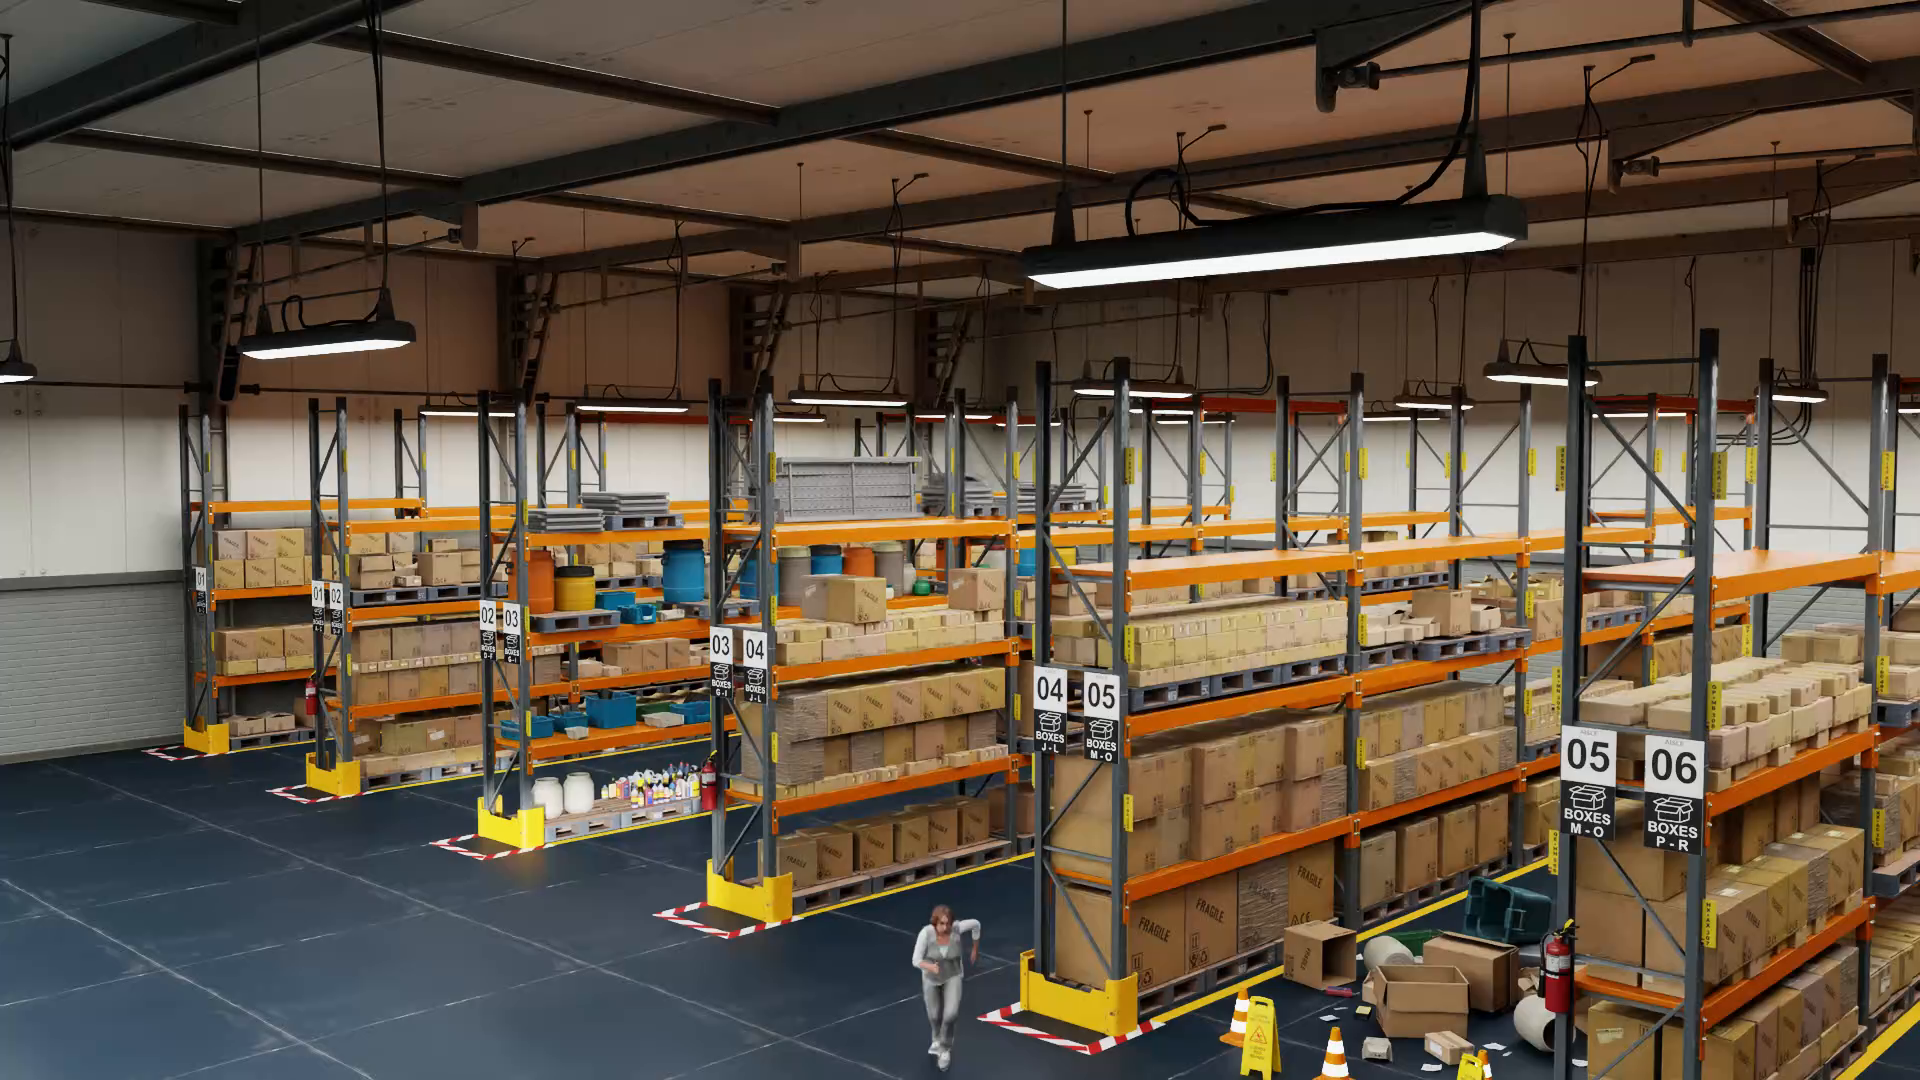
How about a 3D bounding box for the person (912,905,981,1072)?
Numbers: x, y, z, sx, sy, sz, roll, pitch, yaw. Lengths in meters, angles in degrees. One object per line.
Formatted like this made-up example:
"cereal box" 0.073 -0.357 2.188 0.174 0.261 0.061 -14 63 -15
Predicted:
"person" -0.112 3.697 13.864 0.576 1.465 0.891 0 3 -3
